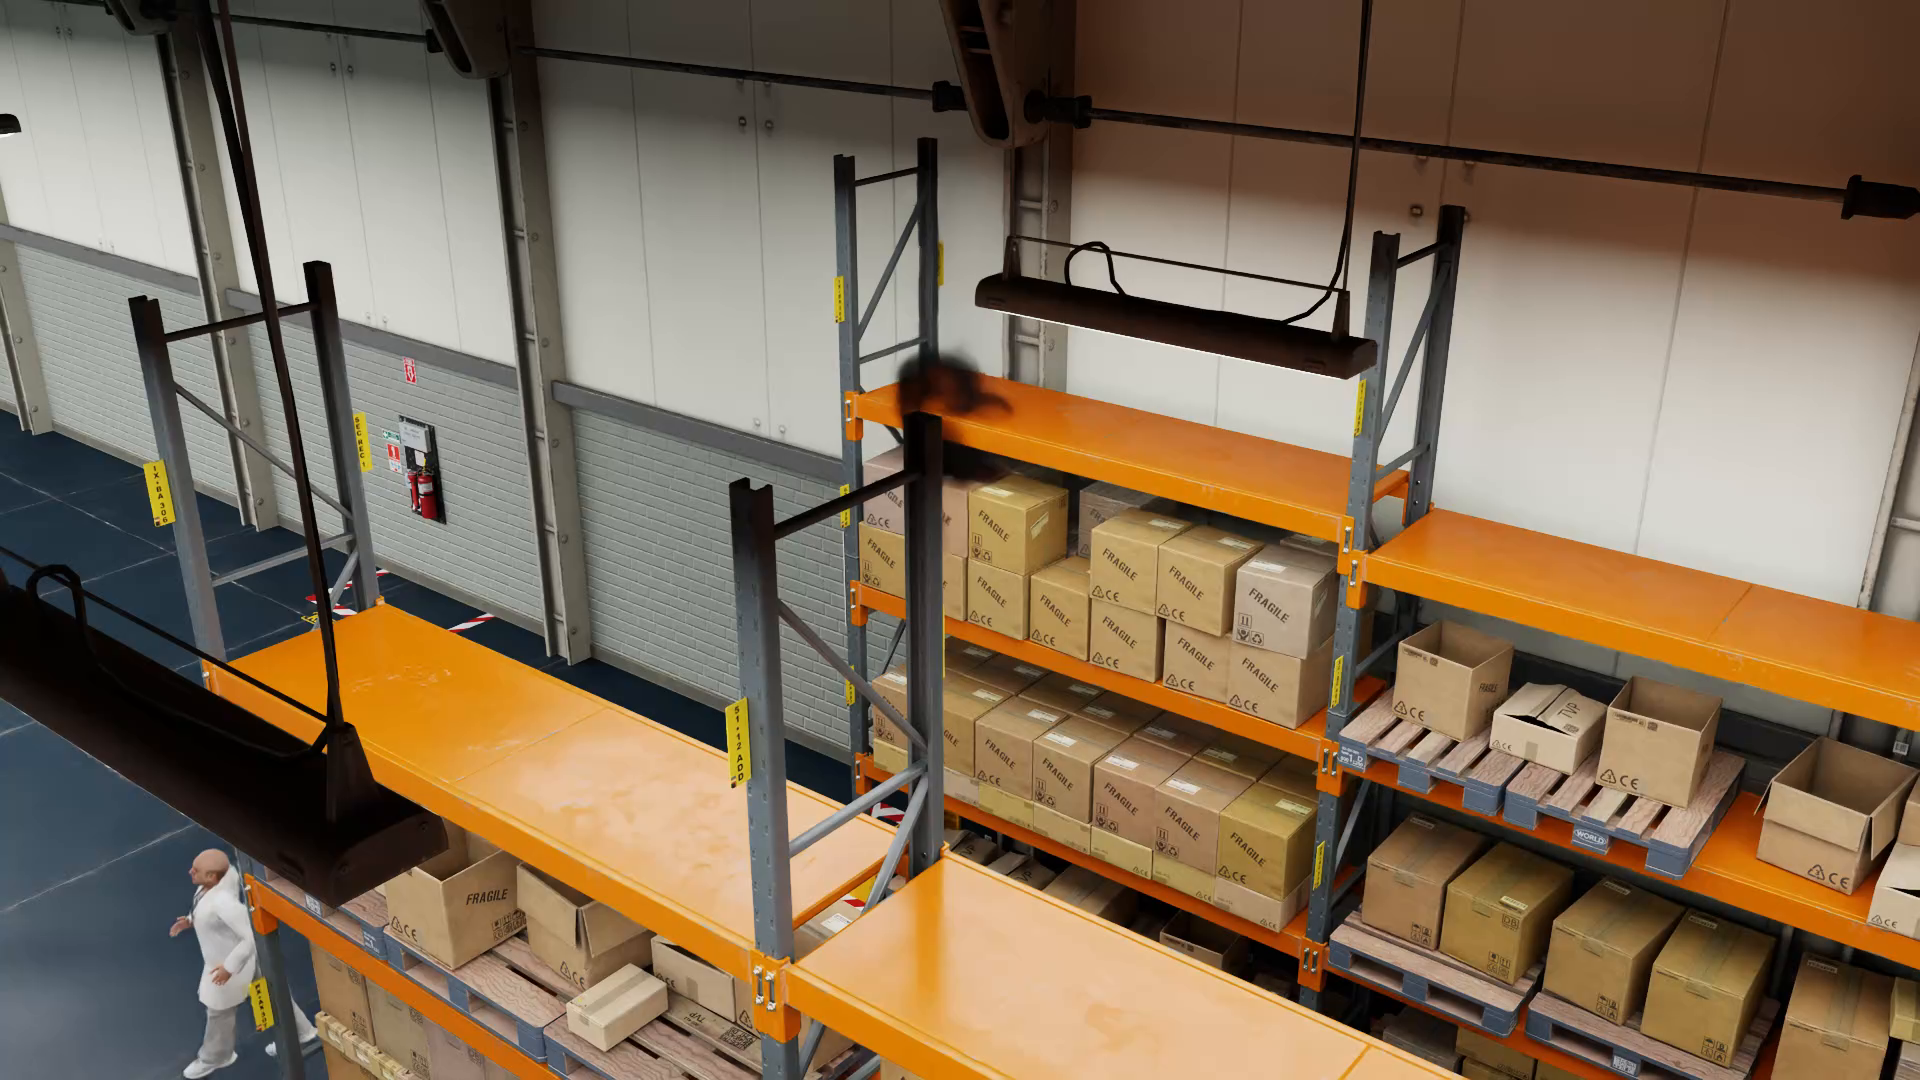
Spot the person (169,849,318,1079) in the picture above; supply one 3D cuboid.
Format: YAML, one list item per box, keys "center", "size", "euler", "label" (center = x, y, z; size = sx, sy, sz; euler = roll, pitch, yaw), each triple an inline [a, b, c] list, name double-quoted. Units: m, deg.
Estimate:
- center: [-4.812, 2.883, 10.973]
  size: [0.882, 1.626, 0.725]
  euler: [-5, 23, -13]
  label: "person"
